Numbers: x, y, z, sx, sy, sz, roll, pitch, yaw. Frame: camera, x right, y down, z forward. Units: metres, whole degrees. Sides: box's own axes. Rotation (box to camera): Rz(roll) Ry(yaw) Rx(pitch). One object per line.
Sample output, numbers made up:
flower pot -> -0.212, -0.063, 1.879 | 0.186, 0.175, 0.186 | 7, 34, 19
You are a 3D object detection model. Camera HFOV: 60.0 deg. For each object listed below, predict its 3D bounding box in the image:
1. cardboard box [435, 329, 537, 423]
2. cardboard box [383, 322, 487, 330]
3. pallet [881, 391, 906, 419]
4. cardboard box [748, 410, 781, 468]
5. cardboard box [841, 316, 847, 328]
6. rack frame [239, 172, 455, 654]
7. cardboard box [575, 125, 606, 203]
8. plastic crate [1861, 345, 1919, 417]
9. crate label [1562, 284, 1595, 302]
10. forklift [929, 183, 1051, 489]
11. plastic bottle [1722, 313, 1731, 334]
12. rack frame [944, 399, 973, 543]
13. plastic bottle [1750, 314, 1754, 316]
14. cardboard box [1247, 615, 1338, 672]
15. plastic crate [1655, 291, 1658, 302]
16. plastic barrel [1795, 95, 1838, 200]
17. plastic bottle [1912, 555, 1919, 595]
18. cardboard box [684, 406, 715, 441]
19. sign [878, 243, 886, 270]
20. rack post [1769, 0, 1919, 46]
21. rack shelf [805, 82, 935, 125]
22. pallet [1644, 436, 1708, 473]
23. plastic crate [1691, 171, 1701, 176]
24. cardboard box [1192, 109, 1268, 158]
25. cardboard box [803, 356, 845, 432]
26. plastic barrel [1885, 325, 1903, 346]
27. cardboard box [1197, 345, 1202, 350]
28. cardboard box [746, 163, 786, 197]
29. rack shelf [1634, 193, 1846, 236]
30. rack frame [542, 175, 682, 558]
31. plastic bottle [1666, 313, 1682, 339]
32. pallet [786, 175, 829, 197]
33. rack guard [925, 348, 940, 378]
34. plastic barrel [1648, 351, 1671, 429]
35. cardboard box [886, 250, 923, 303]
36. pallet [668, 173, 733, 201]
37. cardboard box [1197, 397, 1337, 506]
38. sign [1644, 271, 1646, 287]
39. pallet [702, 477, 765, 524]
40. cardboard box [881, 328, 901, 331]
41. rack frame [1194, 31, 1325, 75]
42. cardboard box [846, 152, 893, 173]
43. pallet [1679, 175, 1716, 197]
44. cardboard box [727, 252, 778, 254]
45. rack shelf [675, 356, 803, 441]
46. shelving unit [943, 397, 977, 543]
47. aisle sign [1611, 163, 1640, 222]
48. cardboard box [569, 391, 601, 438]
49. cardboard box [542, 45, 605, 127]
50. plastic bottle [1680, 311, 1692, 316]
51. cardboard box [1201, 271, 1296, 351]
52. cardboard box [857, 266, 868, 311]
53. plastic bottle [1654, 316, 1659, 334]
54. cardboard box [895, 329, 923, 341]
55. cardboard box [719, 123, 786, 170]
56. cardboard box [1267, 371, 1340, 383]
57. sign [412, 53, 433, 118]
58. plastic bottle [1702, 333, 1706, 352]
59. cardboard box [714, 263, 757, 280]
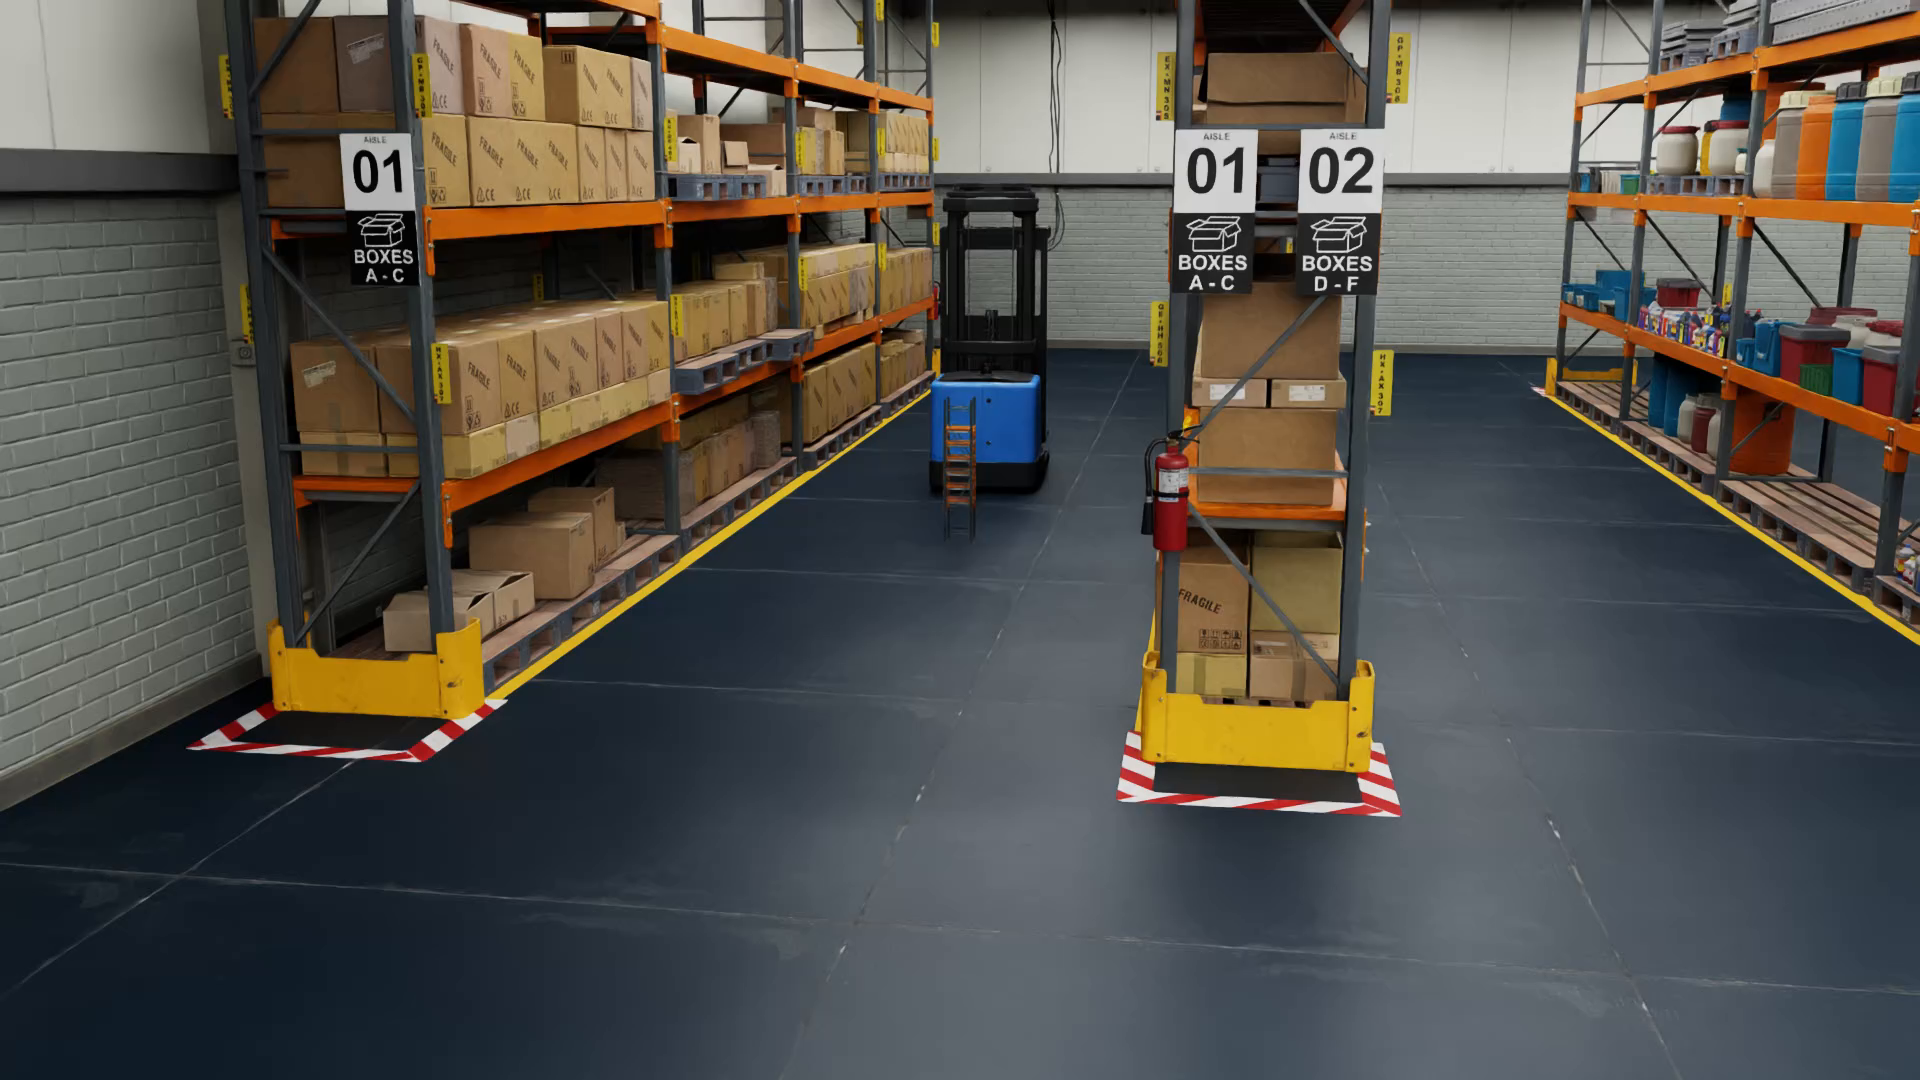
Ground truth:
cardboard box -> -2.894, -0.992, 10.006 | 0.500, 0.500, 0.500 | 2, 12, 9
cardboard box -> -3.325, -1.117, 10.586 | 0.500, 0.500, 0.500 | 2, 12, 7
pallet -> -1.310, -1.788, 21.787 | 1.003, 0.211, 1.213 | 2, 12, 9
cardboard box -> -2.179, -1.004, 16.421 | 0.700, 0.500, 0.500 | 2, 12, 9
cardboard box -> -1.515, -2.539, 19.205 | 0.380, 0.149, 0.250 | 2, 12, 7
rack frame -> -3.350, -0.497, 9.180 | 1.000, 3.000, 0.127 | 2, 12, 9
cardboard box -> -2.706, -2.520, 11.162 | 0.500, 0.500, 0.500 | 1, 12, 6
plastic crate -> 6.827, -1.151, 12.061 | 0.402, 0.464, 0.583 | 2, 12, 9
crate label -> 8.537, -3.413, 22.967 | 0.416, 0.233, 0.303 | 2, 12, 9
forklift -> 0.367, -2.194, 17.215 | 1.130, 2.935, 3.031 | 1, 12, 6
plastic bottle -> 8.263, -2.310, 17.896 | 0.097, 0.271, 0.097 | 0, 12, 0
rack frame -> -0.016, -0.564, 13.765 | 0.240, 1.200, 0.006 | 2, 12, 9
plastic bottle -> 8.353, -2.264, 17.671 | 0.152, 0.276, 0.135 | 2, 12, 9
cardboard box -> 1.921, 0.593, 9.652 | 0.500, 0.250, 0.500 | 2, 12, 9
plastic crate -> 8.702, -2.957, 20.735 | 0.437, 0.282, 0.530 | 2, 12, 9
plastic barrel -> 7.228, -3.218, 13.664 | 0.600, 0.830, 0.708 | 2, 12, 9
plastic bottle -> 6.550, 0.228, 11.236 | 0.152, 0.276, 0.135 | 2, 12, 11
cardboard box -> -2.497, -1.043, 14.824 | 0.500, 0.250, 0.500 | 2, 12, 7
sign -> -0.967, -3.507, 20.585 | 0.100, 0.325, 0.005 | 2, 12, 9
rack post -> 7.272, -4.452, 12.816 | 1.013, 1.000, 3.121 | 2, 12, 9
rack shelf -> -1.197, -5.797, 22.189 | 1.077, 0.370, 4.000 | 2, 12, 9
pallet -> 7.940, -0.897, 17.654 | 1.003, 0.211, 1.213 | 2, 12, 9
plastic crate -> 8.747, -4.326, 20.138 | 0.497, 0.269, 0.590 | 2, 12, 9
cardboard box -> 1.462, -2.252, 9.231 | 0.500, 0.250, 0.500 | 2, 12, 9
cardboard box -> -1.736, -1.648, 18.625 | 0.750, 0.750, 0.750 | 2, 12, 8
plastic barrel -> 7.531, -1.420, 13.139 | 0.433, 0.535, 0.433 | 0, 12, 0
cardboard box -> 1.652, -1.112, 10.256 | 0.380, 0.149, 0.250 | 2, 12, 8
cardboard box -> -1.964, -3.436, 15.862 | 0.500, 0.311, 0.500 | 2, 12, 9
rack shelf -> 7.977, -3.372, 17.109 | 1.077, 0.370, 4.000 | 2, 12, 9
rack frame -> -2.735, -1.330, 13.043 | 1.000, 3.000, 0.127 | 2, 12, 9
plastic bottle -> 7.659, -2.288, 17.786 | 0.152, 0.276, 0.135 | 2, 12, 9
pallet -> -2.073, -3.672, 17.241 | 1.213, 0.211, 1.003 | 2, 12, 11
rack guard -> -0.886, -2.611, 24.921 | 1.175, 0.500, 0.348 | 2, 12, 9
plastic barrel -> 8.184, -1.741, 18.935 | 0.600, 0.901, 0.708 | 2, 12, 9
cardboard box -> -1.059, -3.716, 23.404 | 0.980, 0.700, 0.700 | 2, 12, 8
pallet -> -2.535, -2.829, 13.327 | 1.213, 0.211, 1.003 | 2, 12, 9
cardboard box -> 1.630, -0.483, 8.877 | 0.700, 0.500, 0.500 | 2, 12, 9
sign -> 9.446, -3.572, 23.061 | 0.100, 0.325, 0.005 | 2, 12, 9
pallet -> -2.431, -0.383, 15.271 | 1.003, 0.211, 1.213 | 2, 12, 9
cardboard box -> -1.076, -3.012, 24.245 | 0.380, 0.149, 0.250 | 2, 12, 9
rack frame -> 2.161, -4.103, 11.670 | 1.000, 3.000, 0.127 | 2, 12, 9
cardboard box -> -1.138, -4.778, 21.044 | 0.500, 0.250, 0.500 | 2, 12, 8
pallet -> 8.089, -3.646, 17.117 | 1.003, 0.211, 1.213 | 2, 12, 9
cardboard box -> -2.223, -2.944, 17.761 | 0.500, 0.250, 0.500 | 1, 12, 7
rack shelf -> -2.427, -1.394, 15.051 | 1.077, 0.370, 4.000 | 2, 12, 9
shelving unit -> -0.002, -0.584, 13.853 | 0.258, 1.200, 0.189 | 2, 12, 9
aisle sign -> 9.201, -4.783, 22.897 | 0.394, 0.787, 0.004 | 2, 12, 9
cardboard box -> -2.731, -0.844, 11.100 | 0.500, 0.250, 0.500 | 2, 12, 9
cardboard box -> -2.688, -3.007, 11.048 | 0.500, 0.500, 0.500 | 1, 12, 7
plastic bottle -> 7.845, -2.332, 17.987 | 0.152, 0.276, 0.135 | 2, 12, 9
cardboard box -> 1.713, -1.238, 9.300 | 0.700, 0.500, 0.500 | 2, 12, 7
cardboard box -> -1.395, -2.988, 19.749 | 0.500, 0.500, 0.500 | 2, 12, 9
plastic bottle -> 7.721, -2.373, 18.357 | 0.097, 0.201, 0.097 | 0, 12, 0
cardboard box -> -0.738, -2.947, 23.943 | 0.380, 0.149, 0.250 | 2, 12, 8
cardboard box -> -2.103, -3.994, 17.002 | 0.700, 0.500, 0.500 | 1, 12, 4
cardboard box -> 1.896, -0.885, 9.202 | 0.380, 0.149, 0.250 | 2, 12, 9
sign -> -2.814, -2.373, 8.690 | 0.100, 0.325, 0.005 | 2, 12, 9
plastic bottle -> 7.426, -1.975, 16.507 | 0.097, 0.201, 0.097 | 0, 12, 0
cardboard box -> -2.178, -2.603, 16.131 | 0.380, 0.149, 0.250 | 0, 12, -1
